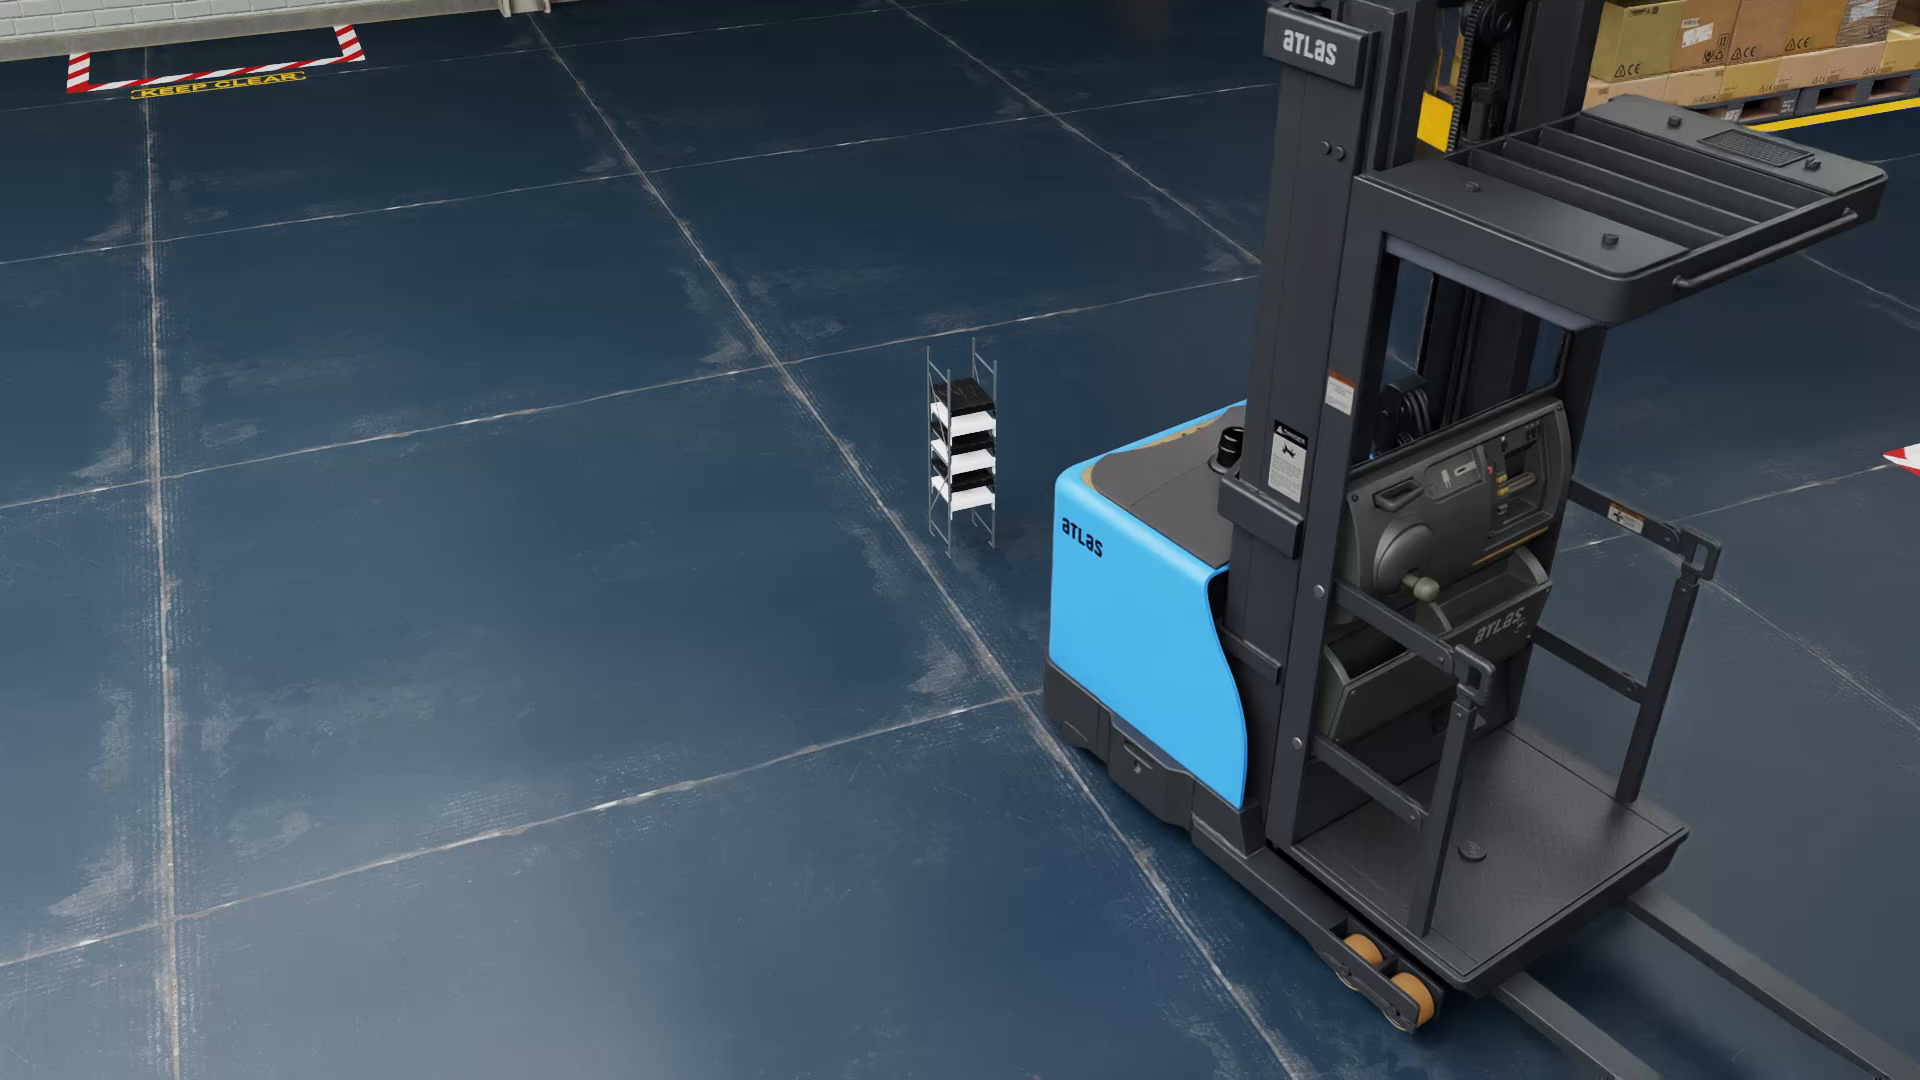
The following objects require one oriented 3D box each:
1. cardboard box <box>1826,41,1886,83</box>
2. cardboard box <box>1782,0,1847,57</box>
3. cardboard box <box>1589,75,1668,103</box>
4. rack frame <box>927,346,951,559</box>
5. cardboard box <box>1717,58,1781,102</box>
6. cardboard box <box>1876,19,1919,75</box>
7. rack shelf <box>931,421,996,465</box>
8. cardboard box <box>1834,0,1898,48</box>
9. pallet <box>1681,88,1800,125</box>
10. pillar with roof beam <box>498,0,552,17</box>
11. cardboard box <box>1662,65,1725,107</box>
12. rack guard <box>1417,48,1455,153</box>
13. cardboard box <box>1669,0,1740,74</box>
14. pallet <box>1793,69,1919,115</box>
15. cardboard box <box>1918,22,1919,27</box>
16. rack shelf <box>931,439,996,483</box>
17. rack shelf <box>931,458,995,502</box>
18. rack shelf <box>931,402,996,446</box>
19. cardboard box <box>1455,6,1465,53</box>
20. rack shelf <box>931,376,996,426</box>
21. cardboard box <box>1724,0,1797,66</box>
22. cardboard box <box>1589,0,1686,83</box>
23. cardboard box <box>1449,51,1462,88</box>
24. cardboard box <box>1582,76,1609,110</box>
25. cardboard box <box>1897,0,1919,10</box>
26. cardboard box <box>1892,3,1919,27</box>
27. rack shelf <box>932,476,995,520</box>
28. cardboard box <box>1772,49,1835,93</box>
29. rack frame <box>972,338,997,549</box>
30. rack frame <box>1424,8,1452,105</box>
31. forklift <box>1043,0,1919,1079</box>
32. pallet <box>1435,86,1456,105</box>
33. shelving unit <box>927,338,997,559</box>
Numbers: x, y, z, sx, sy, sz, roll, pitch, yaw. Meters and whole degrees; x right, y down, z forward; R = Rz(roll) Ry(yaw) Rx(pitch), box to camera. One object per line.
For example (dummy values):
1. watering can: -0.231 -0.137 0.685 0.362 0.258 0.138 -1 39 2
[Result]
1. cardboard box: 6.304 -3.540 12.076 0.500 0.250 0.500 -13 35 -19
2. cardboard box: 5.844 -3.748 11.708 0.500 0.500 0.500 -13 35 -19
3. cardboard box: 4.464 -3.113 11.419 0.500 0.250 0.500 -13 35 -19
4. rack frame: -0.086 -0.357 6.974 0.006 0.900 0.240 -13 35 -19
5. cardboard box: 5.388 -3.321 11.740 0.500 0.250 0.500 -13 35 -19
6. cardboard box: 6.769 -3.640 12.231 0.500 0.250 0.500 -13 35 -19
7. rack shelf: 0.007 -0.426 6.976 0.200 0.077 0.258 -13 35 -19
8. cardboard box: 6.304 -3.855 11.873 0.500 0.500 0.500 -13 35 -19
9. pallet: 5.236 -3.249 12.050 1.213 0.211 1.003 -13 35 -19
10. pillar with roof beam: -2.052 -6.136 8.430 0.400 9.000 9.100 -13 35 -19
11. cardboard box: 4.925 -3.218 11.581 0.500 0.250 0.500 -13 35 -19
12. rack guard: 3.402 -2.927 11.291 0.348 0.500 1.175 -13 35 -19
13. cardboard box: 4.921 -3.538 11.386 0.500 0.500 0.500 -13 35 -19
14. pallet: 6.363 -3.509 12.450 1.213 0.211 1.003 -13 35 -19
15. cardboard box: 7.580 -3.809 12.490 0.500 0.250 0.500 -14 35 -20
16. rack shelf: 0.007 -0.351 7.025 0.200 0.077 0.258 -13 35 -19
17. rack shelf: 0.007 -0.276 7.074 0.200 0.077 0.258 -13 35 -19
18. rack shelf: 0.007 -0.502 6.927 0.200 0.077 0.258 -13 35 -19
19. cardboard box: 3.803 -3.581 11.452 0.500 0.500 0.500 -13 35 -19
20. rack shelf: 0.007 -0.577 6.878 0.200 0.077 0.258 -13 35 -19
21. cardboard box: 5.389 -3.635 11.534 0.500 0.500 0.500 -13 35 -19
22. cardboard box: 4.465 -3.426 11.213 0.500 0.500 0.500 -13 35 -19
23. cardboard box: 3.804 -3.266 11.655 0.500 0.250 0.500 -13 35 -19
24. cardboard box: 4.005 -3.005 11.254 0.500 0.250 0.500 -13 35 -19
25. cardboard box: 7.375 -4.313 12.750 0.500 0.311 0.500 -13 35 -19
26. cardboard box: 7.382 -4.082 12.909 0.500 0.250 0.500 -13 35 -19
27. rack shelf: 0.007 -0.200 7.124 0.200 0.077 0.258 -13 35 -19
28. cardboard box: 5.849 -3.427 11.903 0.500 0.250 0.500 -13 35 -19
29. rack frame: 0.101 -0.400 7.040 0.006 0.900 0.240 -13 35 -19
30. rack frame: 3.424 -3.980 10.617 0.127 3.000 1.000 -13 35 -19
31. forklift: 1.577 -0.063 4.660 1.130 2.935 3.031 -21 39 -29
32. pallet: 4.113 -2.994 11.658 1.213 0.211 1.003 -13 35 -19
33. shelving unit: 0.007 -0.379 7.007 0.210 0.900 0.258 -13 35 -19
